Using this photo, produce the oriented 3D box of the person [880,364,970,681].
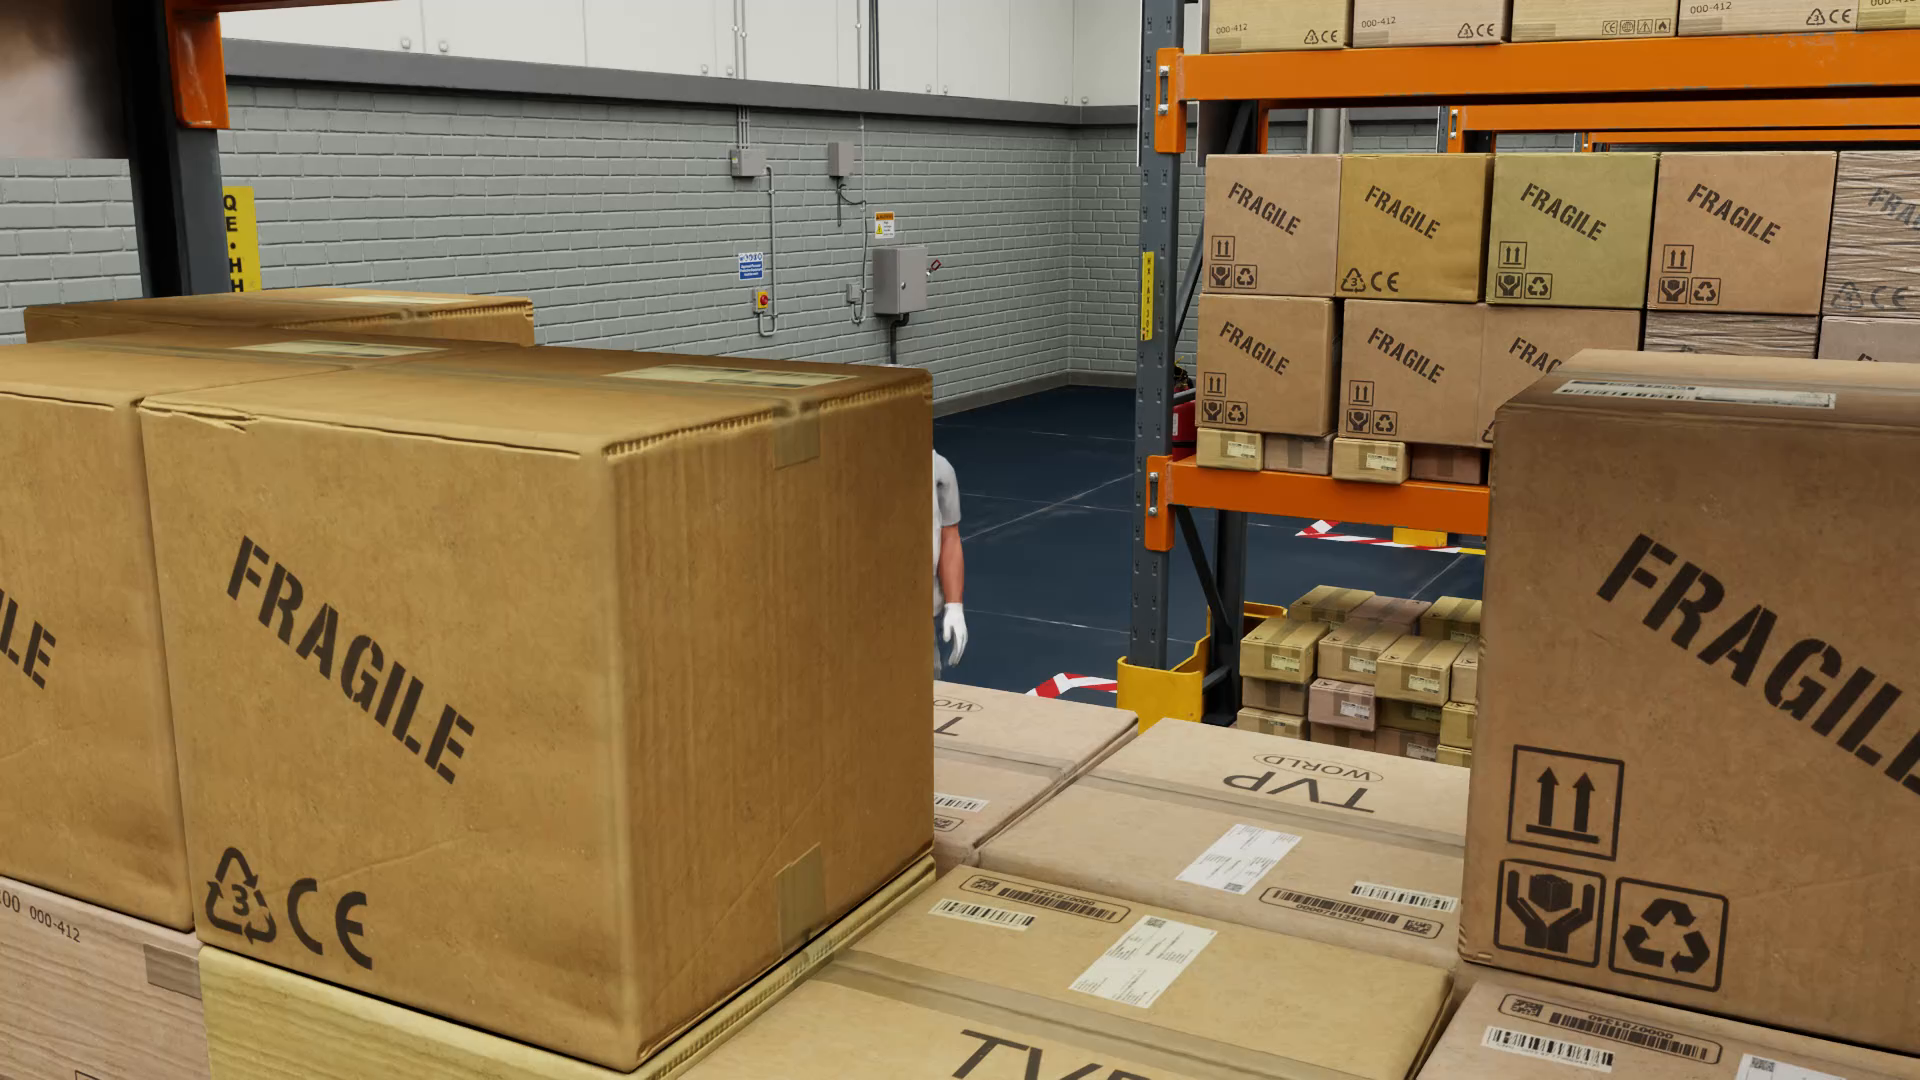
[{"bbox_3d":[-0.261,0.274,5.702,0.578,1.760,0.907,-4,13,-17],"label":"person"}]
